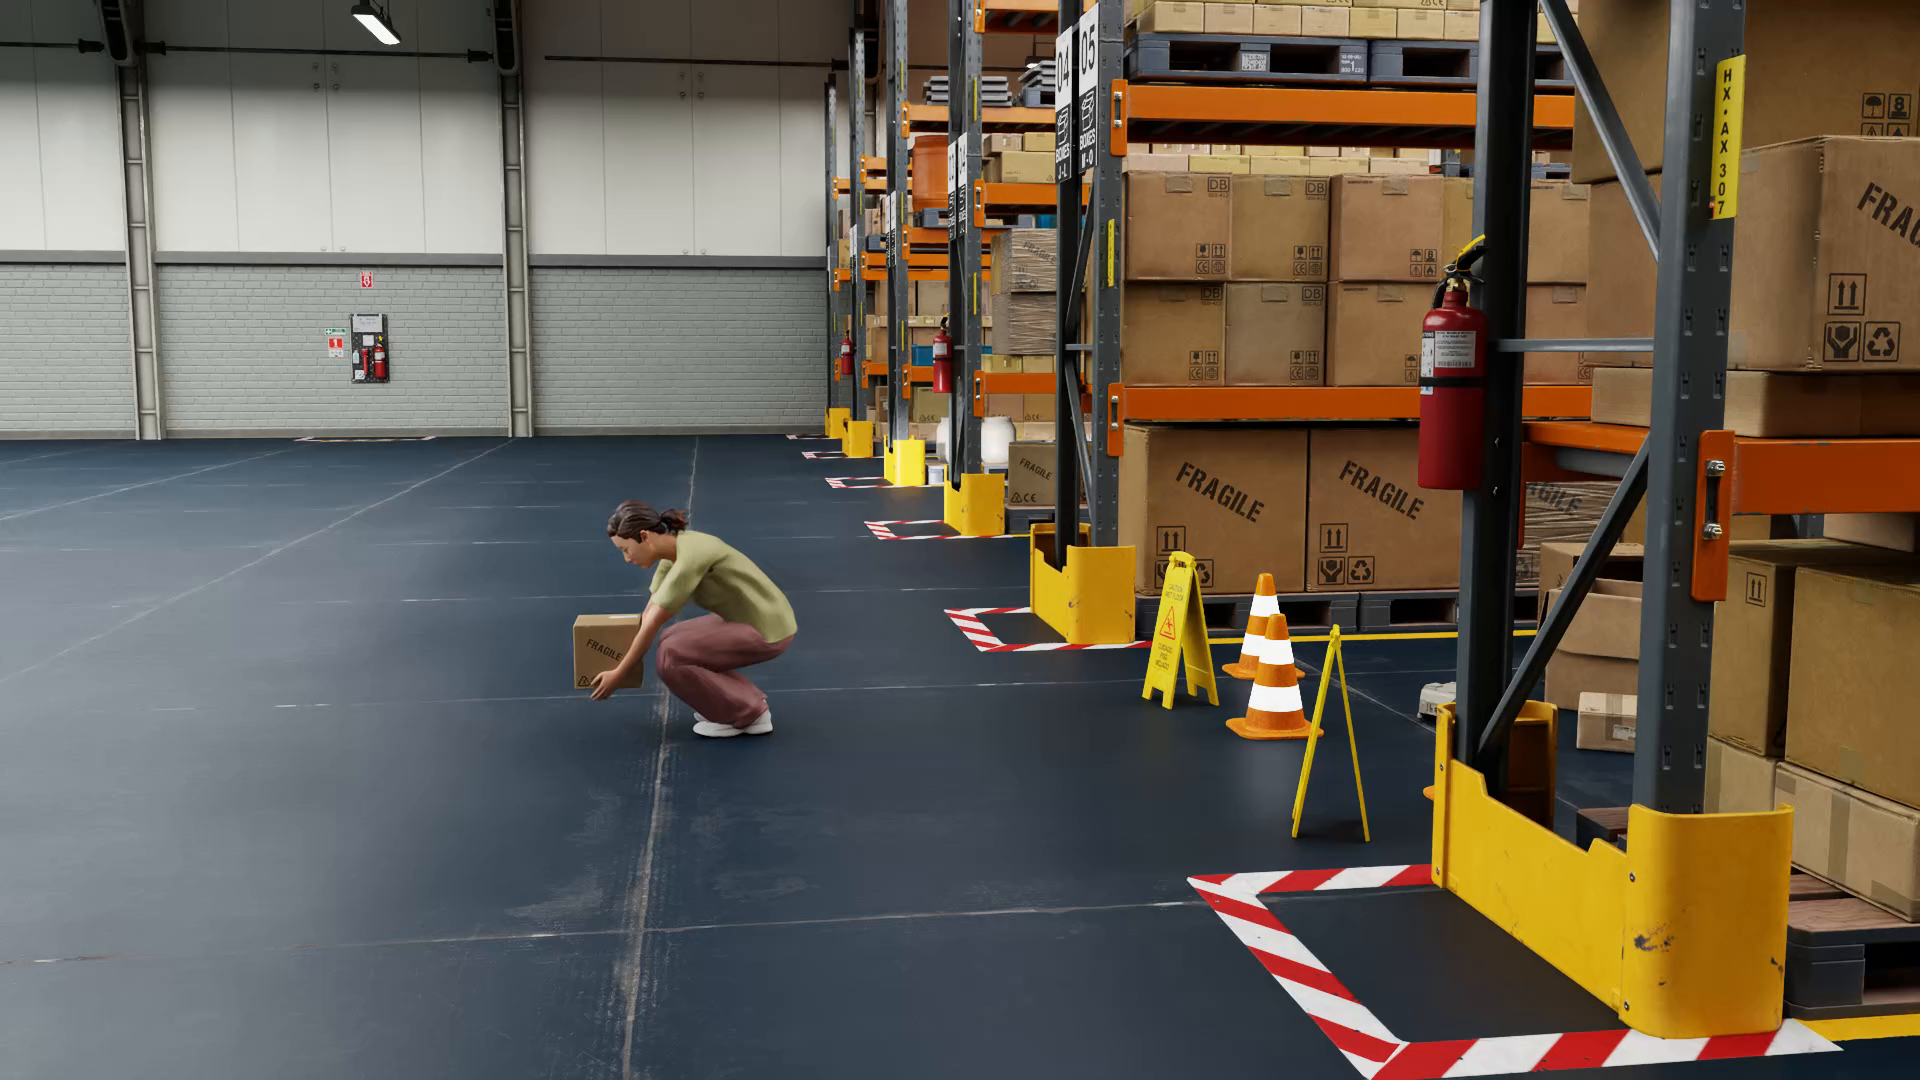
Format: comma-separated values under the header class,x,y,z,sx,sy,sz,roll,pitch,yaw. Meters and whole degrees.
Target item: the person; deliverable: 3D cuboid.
class,x,y,z,sx,sy,sz,roll,pitch,yaw
person,-1.041,0.299,6.526,0.806,0.923,0.482,-1,7,-9
